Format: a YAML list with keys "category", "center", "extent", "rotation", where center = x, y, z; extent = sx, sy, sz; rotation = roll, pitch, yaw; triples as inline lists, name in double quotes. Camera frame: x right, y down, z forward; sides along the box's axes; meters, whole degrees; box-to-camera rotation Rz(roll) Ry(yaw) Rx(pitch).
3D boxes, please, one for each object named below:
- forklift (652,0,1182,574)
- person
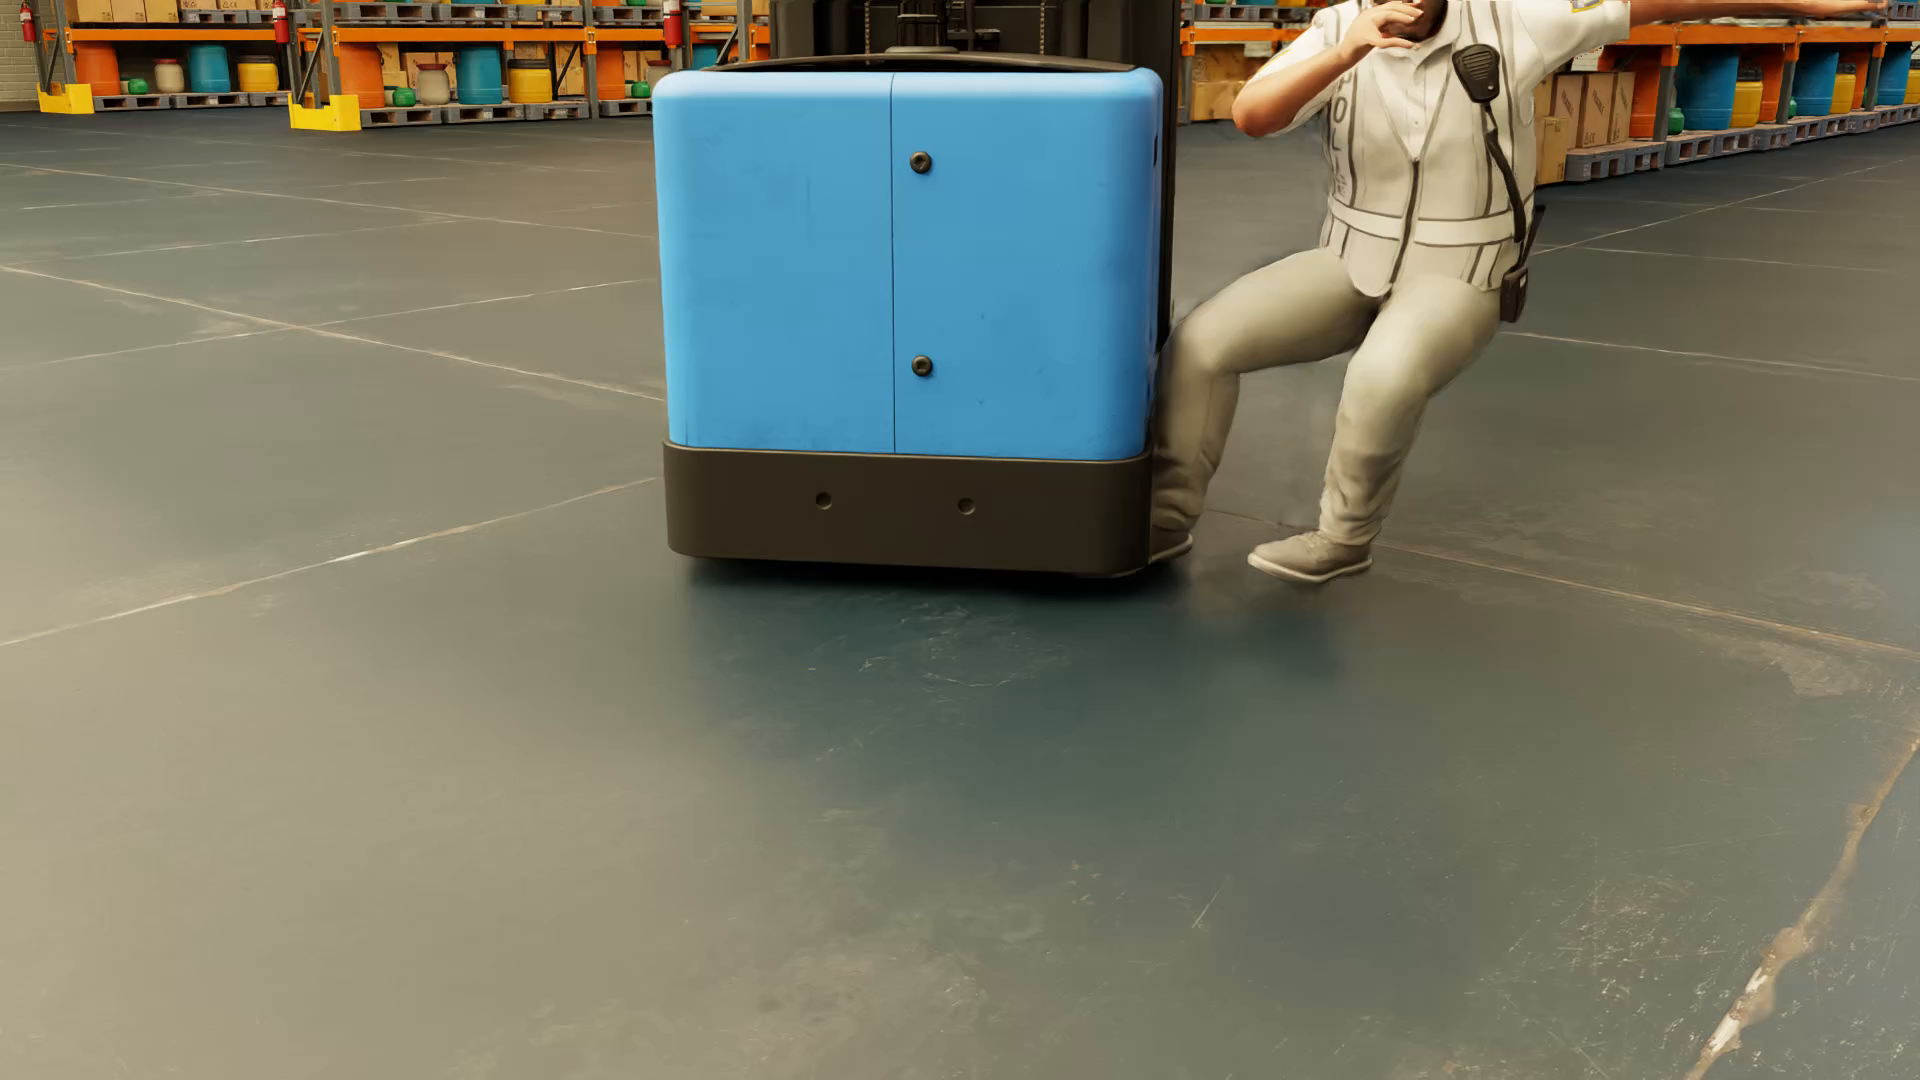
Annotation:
- category: "forklift"
  center: [0.072, -1.715, 4.544]
  extent: [1.130, 2.935, 3.031]
  rotation: [2, 17, 8]
- category: "person"
  center: [0.995, -0.554, 3.356]
  extent: [1.506, 1.453, 0.750]
  rotation: [9, 19, 28]
